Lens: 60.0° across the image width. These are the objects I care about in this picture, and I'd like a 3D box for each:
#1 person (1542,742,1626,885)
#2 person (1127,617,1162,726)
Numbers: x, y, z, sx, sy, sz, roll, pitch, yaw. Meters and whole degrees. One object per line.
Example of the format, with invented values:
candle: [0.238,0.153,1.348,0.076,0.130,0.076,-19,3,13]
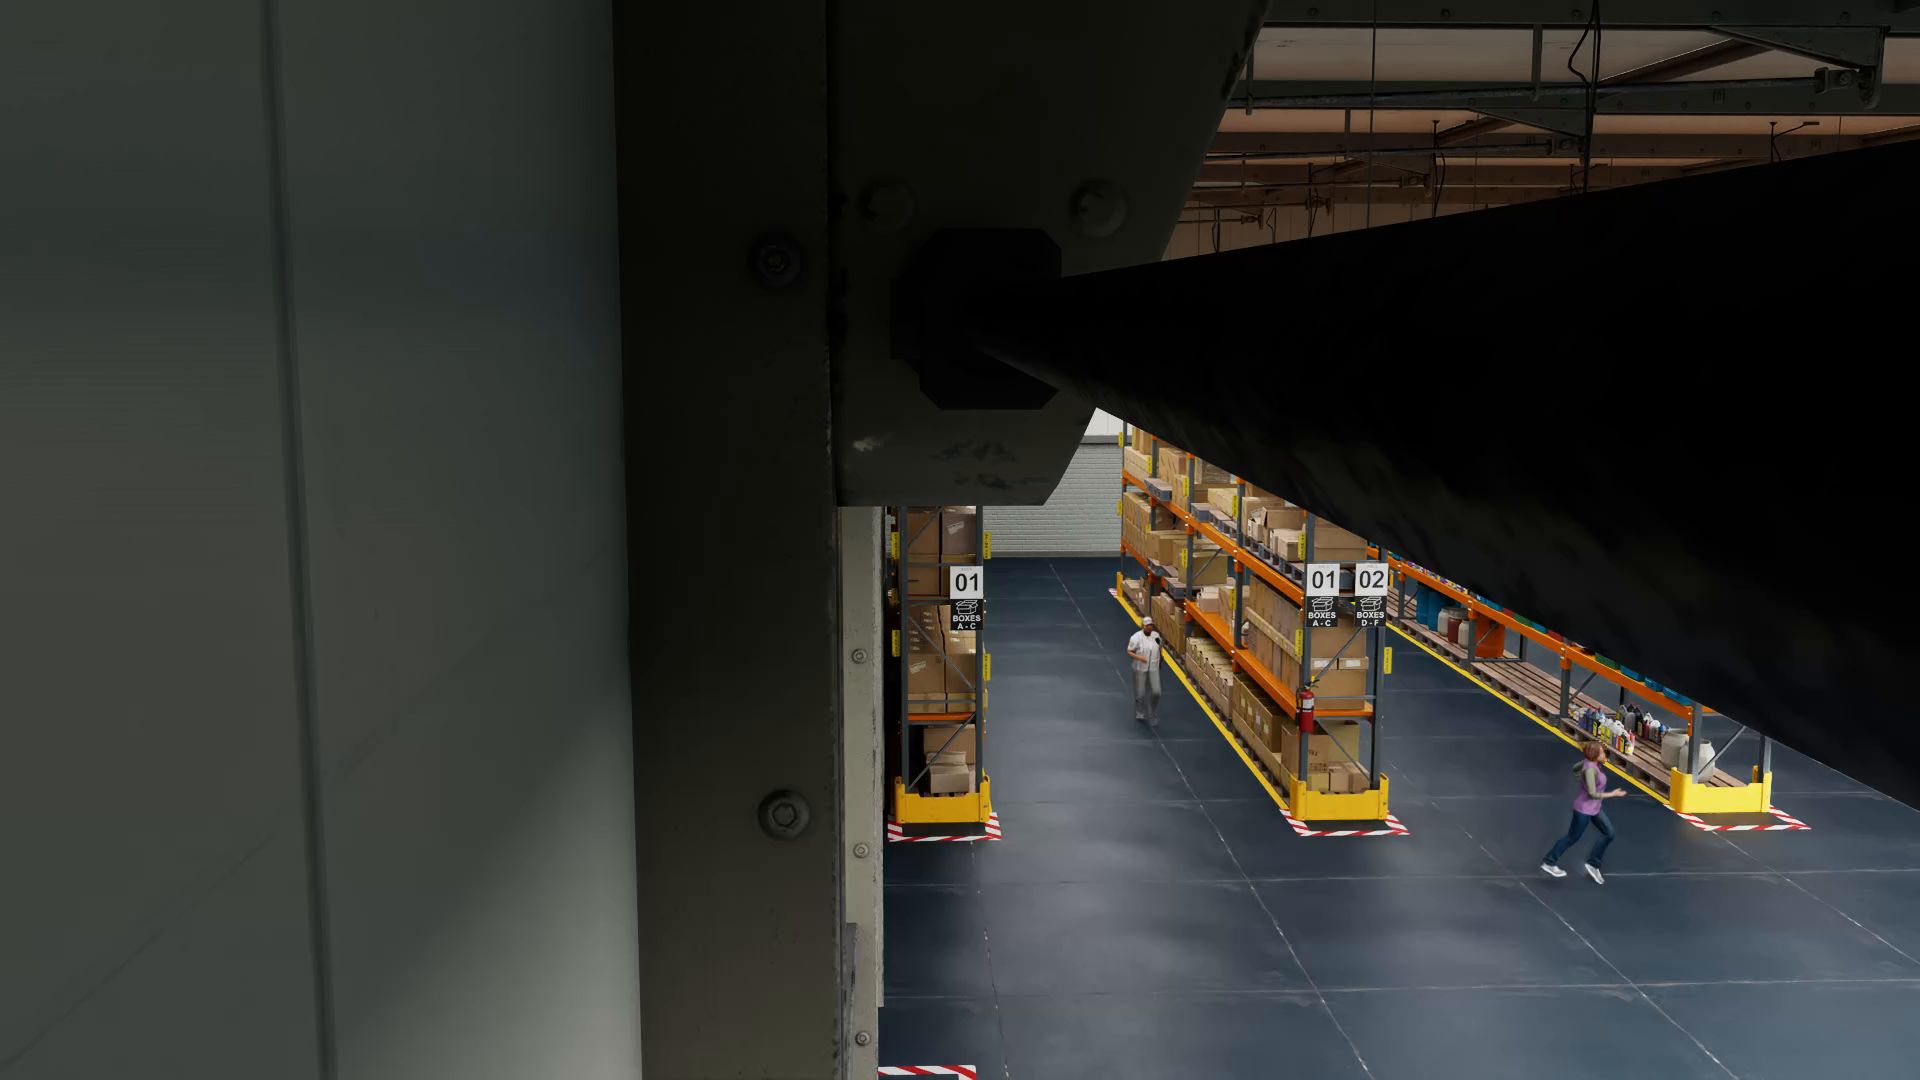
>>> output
person: [6.879,2.987,18.281,0.822,1.613,0.547,5,9,31]
person: [2.822,1.997,25.219,0.597,1.698,0.695,-1,8,-8]
